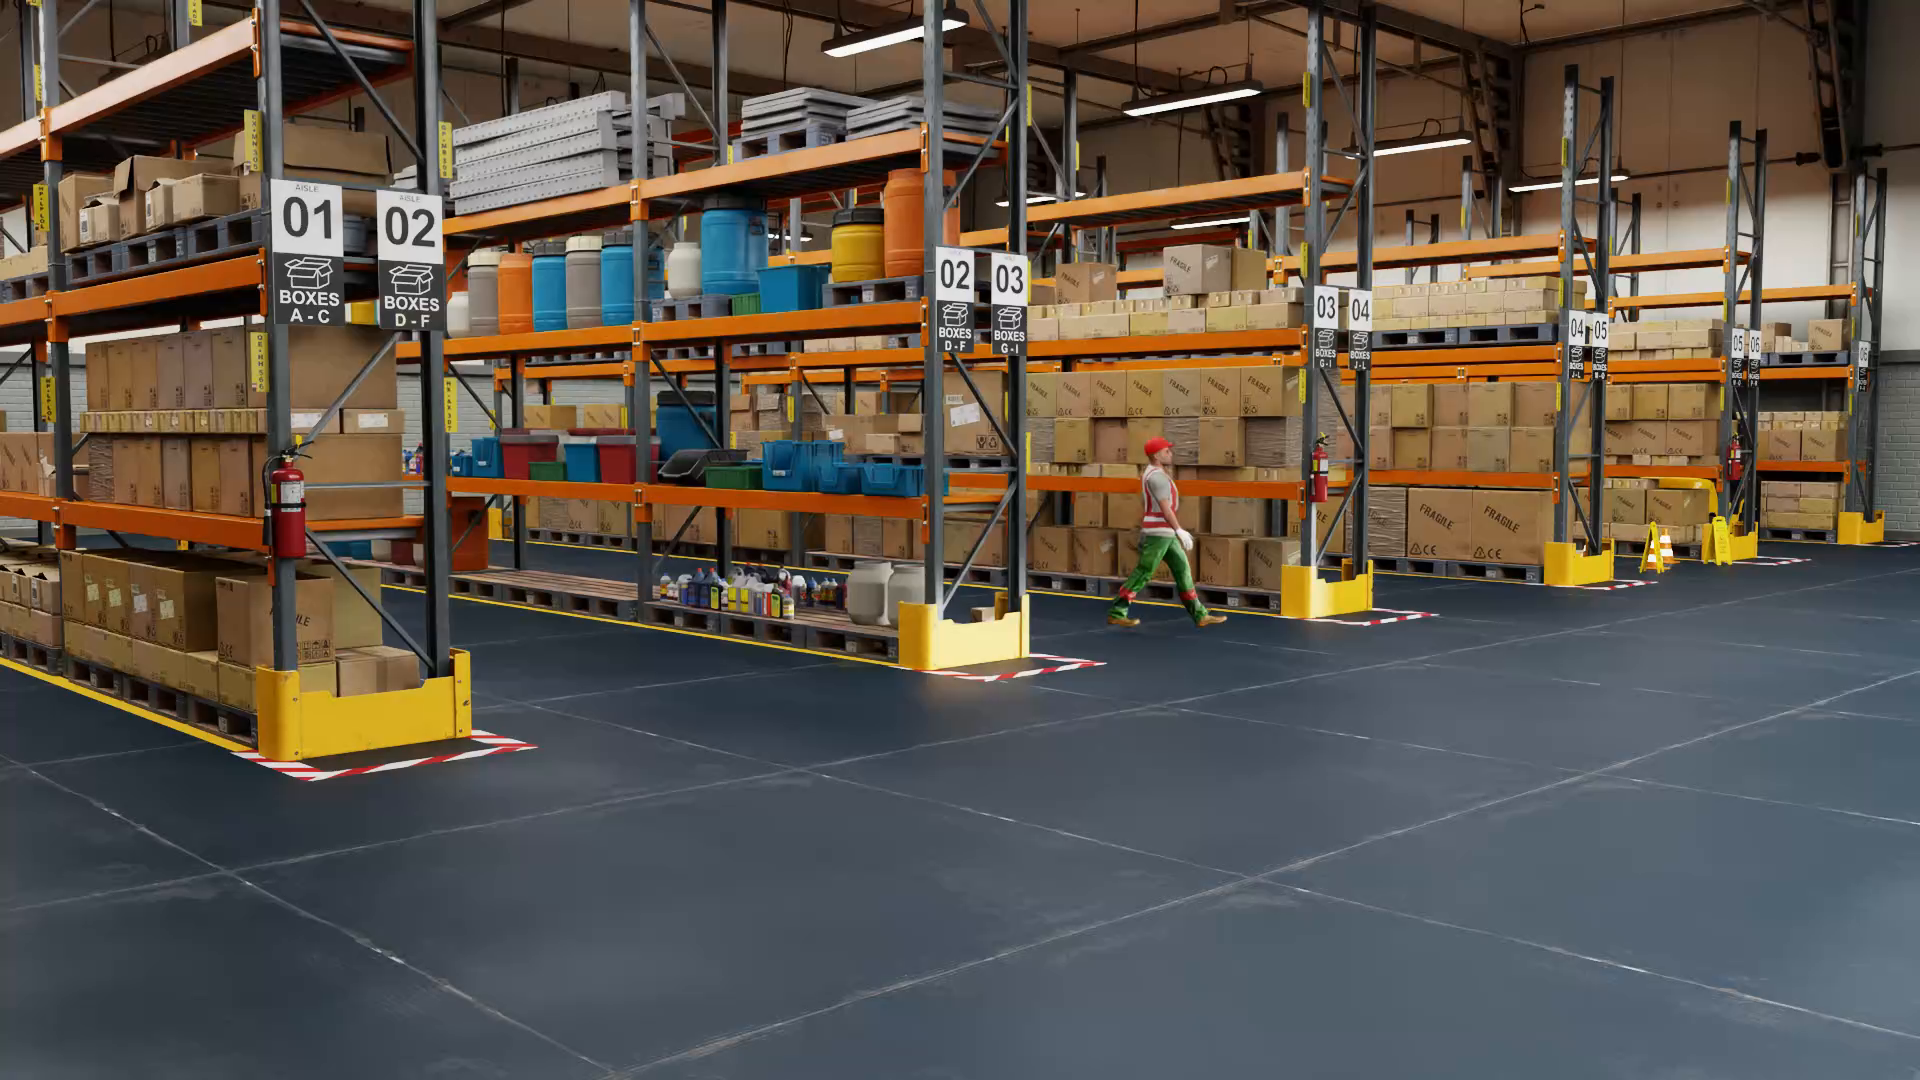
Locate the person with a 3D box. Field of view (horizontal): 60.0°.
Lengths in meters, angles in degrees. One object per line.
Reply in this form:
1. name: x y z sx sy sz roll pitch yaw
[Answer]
1. person: 1.866 -0.062 14.920 1.085 1.731 0.586 0 4 6
